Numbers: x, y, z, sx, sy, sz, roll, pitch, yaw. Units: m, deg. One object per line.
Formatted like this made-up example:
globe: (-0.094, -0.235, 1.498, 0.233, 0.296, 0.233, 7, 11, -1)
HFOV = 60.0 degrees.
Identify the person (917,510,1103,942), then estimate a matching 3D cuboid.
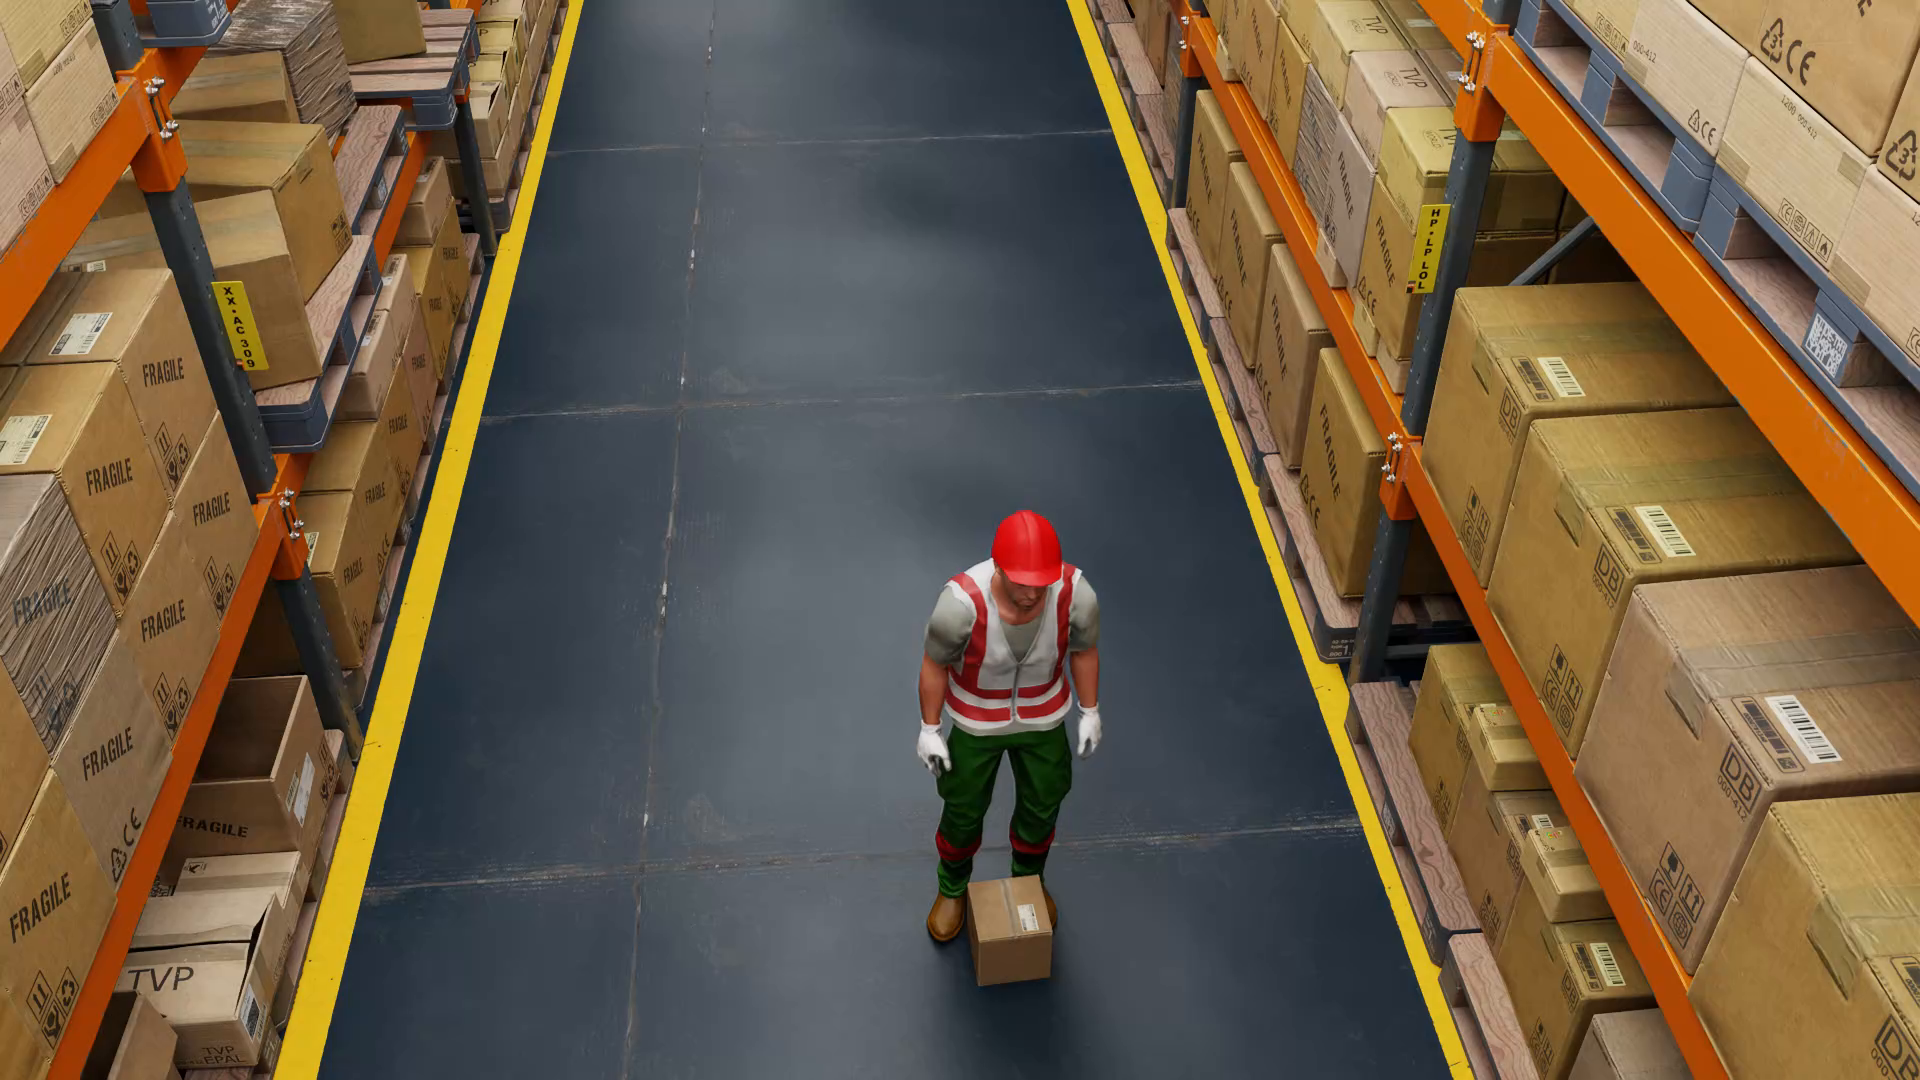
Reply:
person: (0.164, 0.600, 5.395, 0.619, 1.779, 0.449, -5, 39, -7)
